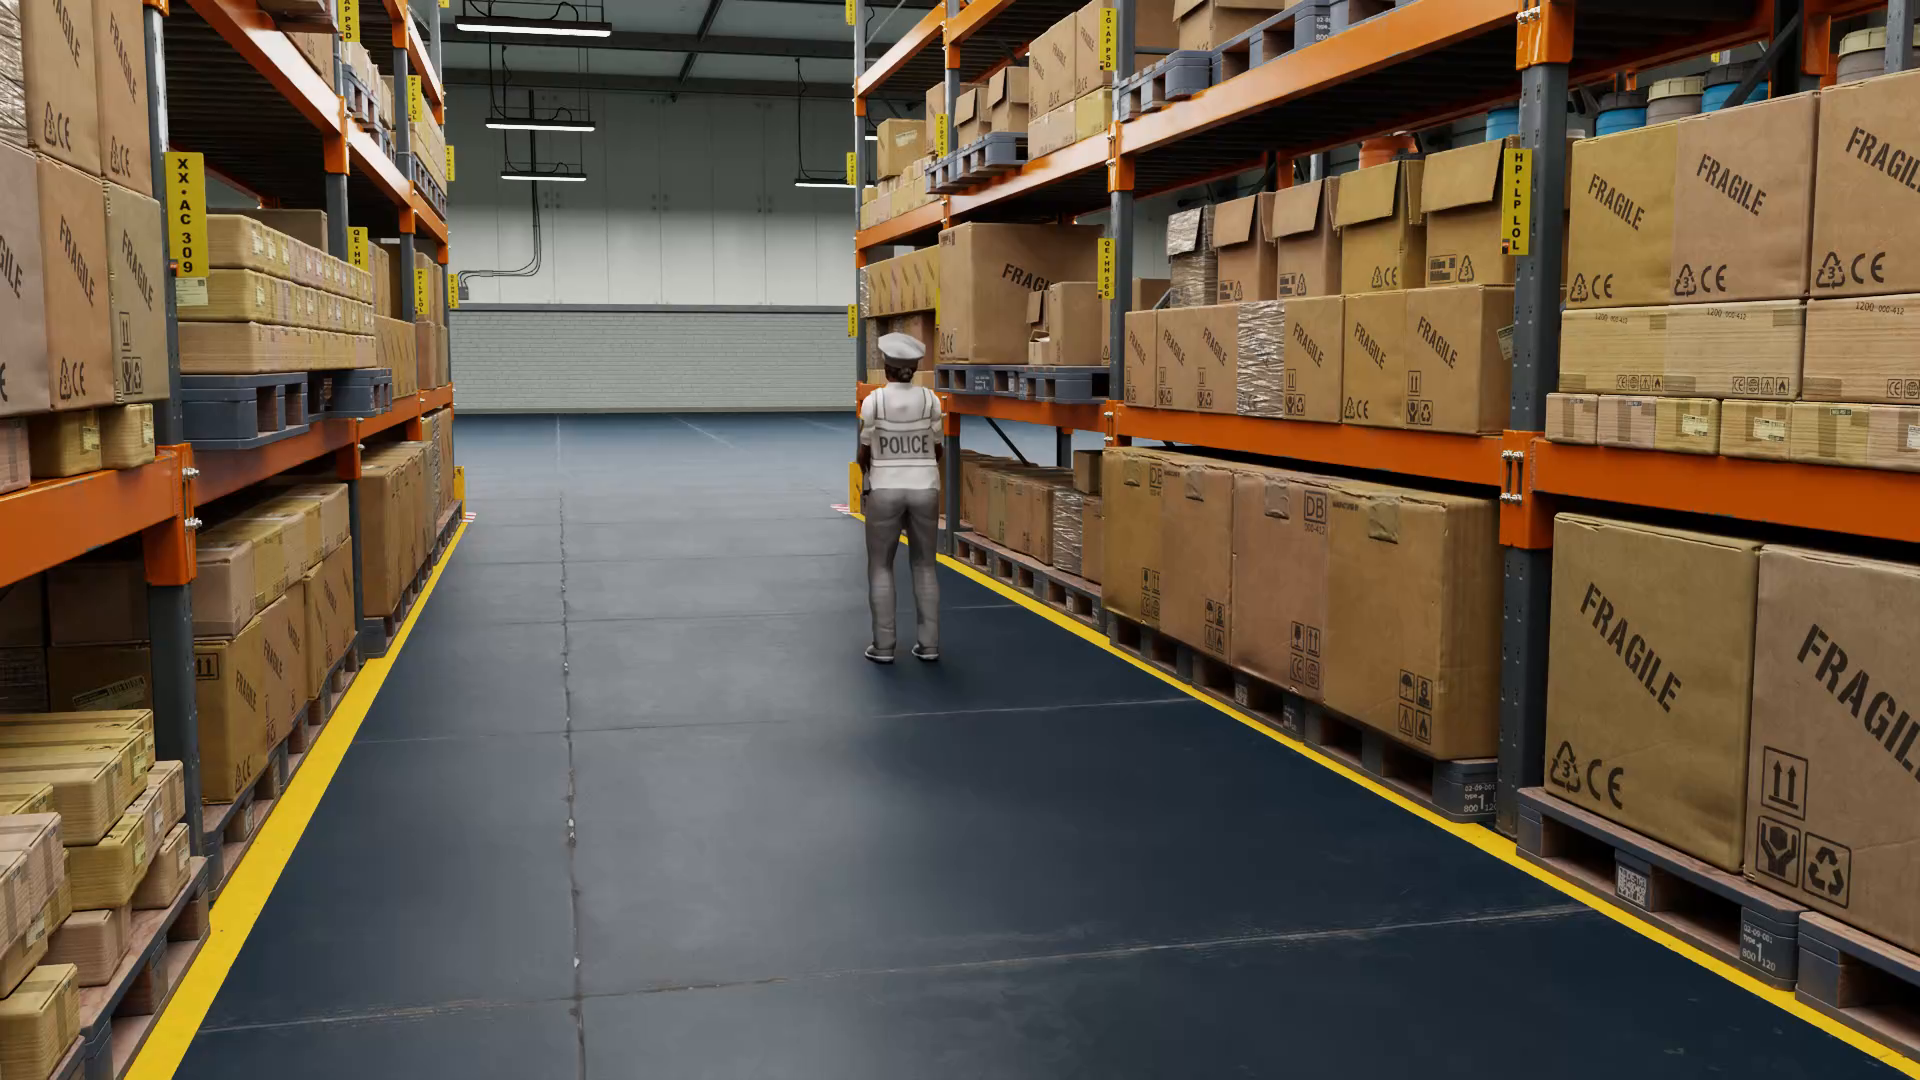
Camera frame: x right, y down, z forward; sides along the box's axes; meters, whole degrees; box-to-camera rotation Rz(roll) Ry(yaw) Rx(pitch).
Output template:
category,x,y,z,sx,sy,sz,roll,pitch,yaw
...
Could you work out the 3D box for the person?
category,x,y,z,sx,sy,sz,roll,pitch,yaw
person,-0.315,-0.226,8.617,0.449,1.689,0.538,-2,6,-14
